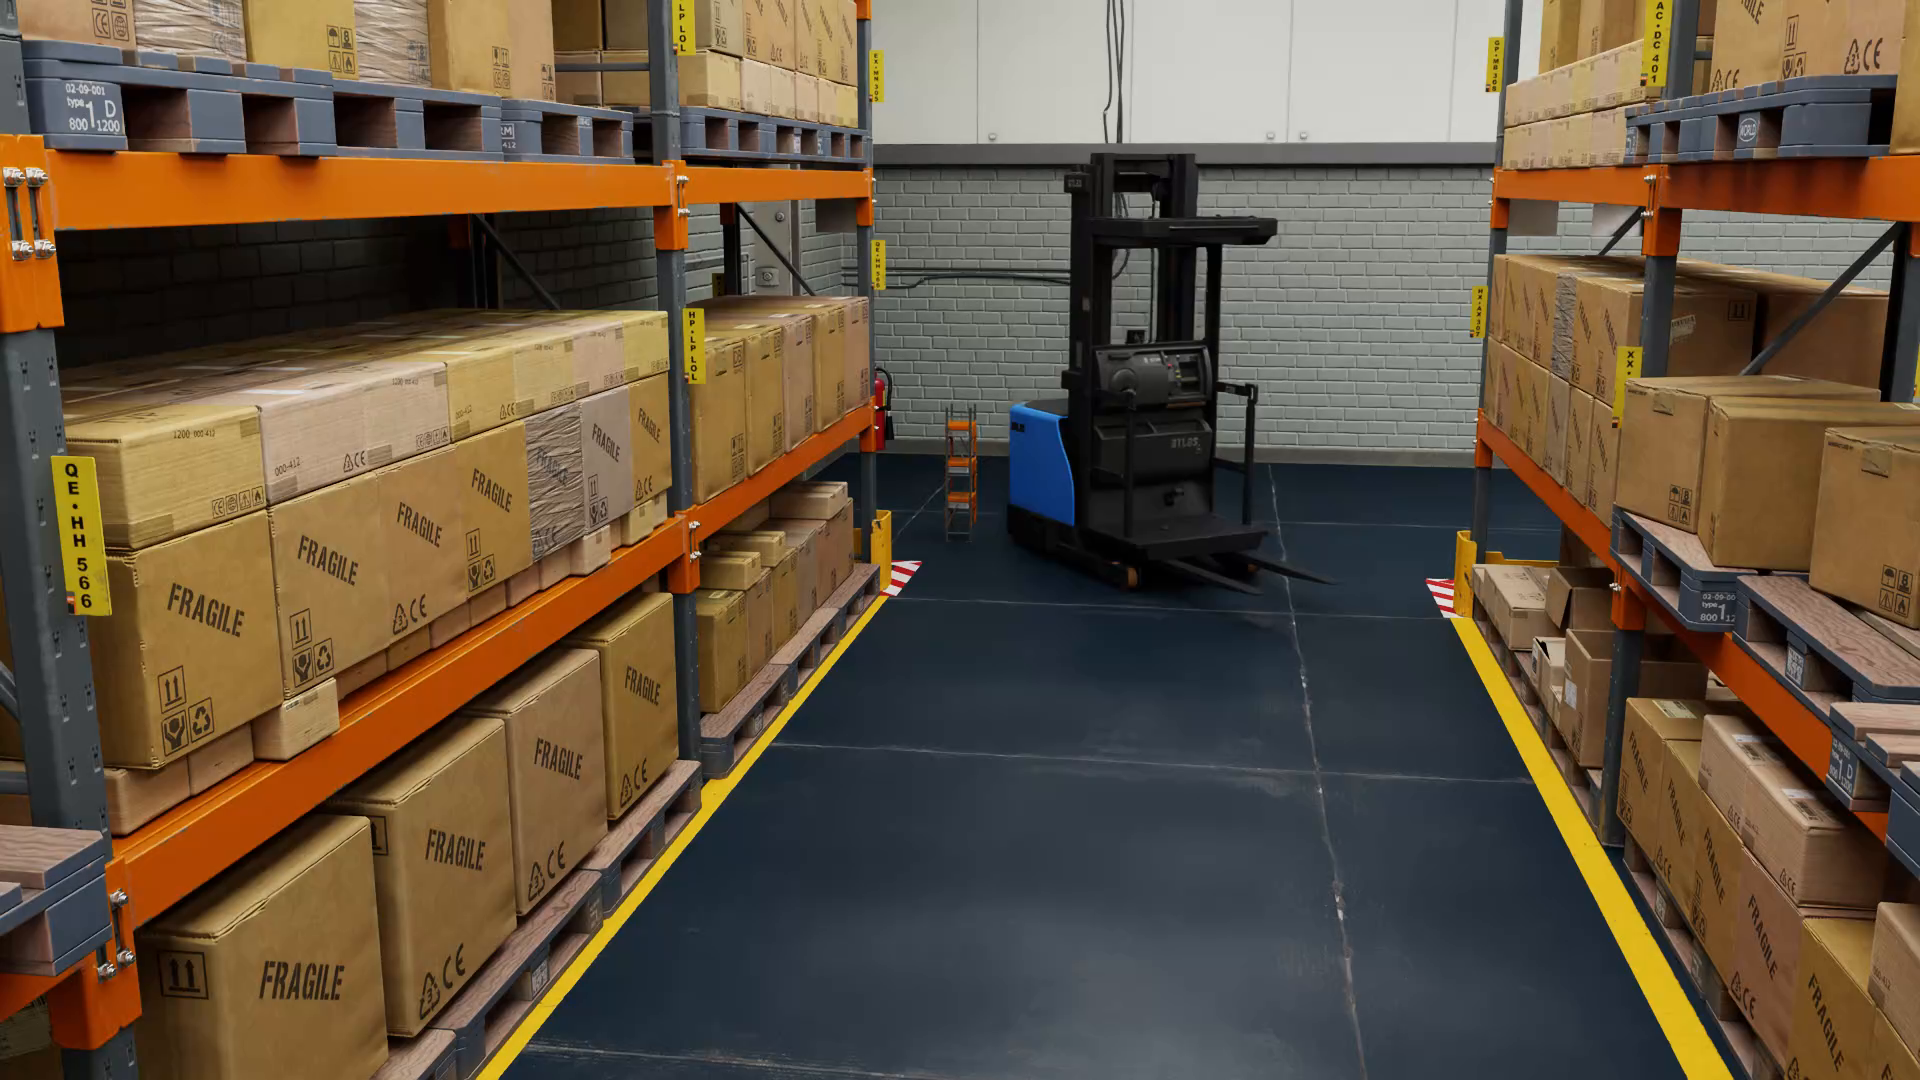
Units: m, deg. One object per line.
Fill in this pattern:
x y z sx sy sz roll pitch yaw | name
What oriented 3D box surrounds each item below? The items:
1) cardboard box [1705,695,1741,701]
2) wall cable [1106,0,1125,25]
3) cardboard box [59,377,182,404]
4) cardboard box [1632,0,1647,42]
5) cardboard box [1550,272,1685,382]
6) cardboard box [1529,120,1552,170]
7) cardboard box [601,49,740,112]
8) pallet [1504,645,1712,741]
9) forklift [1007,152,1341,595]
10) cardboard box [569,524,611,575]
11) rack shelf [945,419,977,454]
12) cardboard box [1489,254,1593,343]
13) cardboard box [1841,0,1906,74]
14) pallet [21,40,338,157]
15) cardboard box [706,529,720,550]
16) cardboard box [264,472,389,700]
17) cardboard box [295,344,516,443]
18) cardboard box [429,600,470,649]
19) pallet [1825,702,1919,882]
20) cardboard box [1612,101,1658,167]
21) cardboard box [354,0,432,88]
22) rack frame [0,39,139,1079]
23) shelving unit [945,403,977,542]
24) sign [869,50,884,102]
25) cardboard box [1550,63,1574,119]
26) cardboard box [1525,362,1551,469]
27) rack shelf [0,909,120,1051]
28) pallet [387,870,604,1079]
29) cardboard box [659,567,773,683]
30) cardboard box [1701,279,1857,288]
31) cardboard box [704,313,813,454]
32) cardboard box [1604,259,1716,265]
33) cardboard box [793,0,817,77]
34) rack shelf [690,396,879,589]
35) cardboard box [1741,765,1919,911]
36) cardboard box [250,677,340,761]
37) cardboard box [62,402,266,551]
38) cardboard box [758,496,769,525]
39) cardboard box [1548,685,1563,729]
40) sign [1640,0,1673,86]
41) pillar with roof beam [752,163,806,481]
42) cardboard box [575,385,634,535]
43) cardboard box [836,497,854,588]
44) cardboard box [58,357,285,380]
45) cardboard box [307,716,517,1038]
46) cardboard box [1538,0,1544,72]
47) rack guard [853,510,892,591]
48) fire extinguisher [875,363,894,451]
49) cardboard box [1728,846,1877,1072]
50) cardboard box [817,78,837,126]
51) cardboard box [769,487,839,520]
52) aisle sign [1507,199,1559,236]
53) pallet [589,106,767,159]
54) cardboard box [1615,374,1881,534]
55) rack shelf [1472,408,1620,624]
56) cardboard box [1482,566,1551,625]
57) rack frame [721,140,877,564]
3.481 0.851 7.263 0.500 0.311 0.500 2 12 9 | cardboard box
2.819 -6.122 15.424 3.097 2.526 0.112 2 12 9 | wall cable
-2.411 -0.276 4.384 0.500 0.250 0.500 1 12 7 | cardboard box
3.528 -2.478 7.642 0.700 0.500 0.500 2 12 9 | cardboard box
3.179 -1.031 8.046 0.500 0.500 0.500 2 12 9 | cardboard box
3.323 -2.087 8.794 0.500 0.250 0.500 2 12 9 | cardboard box
-1.326 -2.110 7.667 0.500 0.250 0.500 2 12 8 | cardboard box
3.495 0.798 8.792 1.003 0.211 1.213 2 12 9 | pallet
1.470 -1.193 11.570 1.130 2.935 3.031 -6 14 -26 | forklift
-1.547 0.028 6.295 0.380 0.149 0.250 2 12 9 | cardboard box
0.008 -0.791 12.877 0.215 0.259 0.240 2 12 9 | rack shelf
3.489 -1.455 10.012 0.500 0.500 0.500 2 12 10 | cardboard box
2.850 -1.557 4.507 0.600 0.600 0.600 1 12 6 | cardboard box
-2.261 -1.005 3.864 1.213 0.211 1.003 2 12 11 | pallet
-1.536 0.026 9.149 0.380 0.149 0.250 2 12 9 | cardboard box
-1.890 0.099 4.422 0.500 0.500 0.500 2 12 11 | cardboard box
-1.756 -0.474 5.304 0.500 0.250 0.500 2 12 7 | cardboard box
-1.803 0.237 5.321 0.380 0.149 0.250 2 12 9 | cardboard box
2.623 0.615 3.475 1.213 0.211 1.003 2 12 9 | pallet
3.015 -1.671 6.862 0.500 0.250 0.500 2 12 9 | cardboard box
-2.098 -1.658 5.166 0.700 0.500 0.500 2 12 9 | cardboard box
-2.308 0.505 3.530 1.000 3.000 0.127 2 12 9 | rack frame
0.008 -0.524 12.934 0.215 1.050 0.252 2 12 9 | shelving unit
-0.543 -3.000 10.762 0.100 0.325 0.005 2 12 9 | sign
3.247 -2.227 8.259 0.500 0.250 0.500 2 12 9 | cardboard box
3.257 -0.650 8.651 0.500 0.500 0.500 2 12 9 | cardboard box
-2.615 1.273 1.674 1.077 0.370 4.000 2 12 9 | rack shelf
-1.922 1.453 5.749 1.003 0.211 1.213 2 12 9 | pallet
-1.396 0.432 8.805 0.700 0.500 0.500 2 12 8 | cardboard box
3.632 -0.902 7.448 0.500 0.500 0.500 1 12 7 | cardboard box
-1.373 -0.890 9.293 0.980 0.700 0.700 1 12 6 | cardboard box
3.945 -1.332 9.441 0.500 0.500 0.500 2 12 10 | cardboard box
-1.080 -2.800 9.089 0.500 0.500 0.500 1 12 6 | cardboard box
-1.385 -0.392 9.402 1.077 0.370 4.000 2 12 9 | rack shelf
2.657 0.878 4.910 0.500 0.250 0.500 2 12 8 | cardboard box
-1.856 0.452 4.324 0.380 0.149 0.250 2 12 10 | cardboard box
-1.979 -0.158 3.835 0.500 0.250 0.500 2 12 10 | cardboard box
-1.380 -0.187 10.137 0.380 0.149 0.250 2 12 9 | cardboard box
3.009 0.803 7.871 0.380 0.149 0.250 2 12 9 | cardboard box
2.666 -1.903 6.357 0.100 0.325 0.005 2 12 9 | sign
2.737 -4.544 12.717 9.100 9.000 0.400 2 12 9 | pillar with roof beam
-1.583 -0.321 6.372 0.500 0.500 0.500 2 12 9 | cardboard box
-1.086 0.005 10.786 0.700 0.500 0.500 2 12 9 | cardboard box
-2.329 -0.383 4.879 0.500 0.250 0.500 2 12 7 | cardboard box
-1.924 1.020 5.248 0.750 0.750 0.750 2 12 8 | cardboard box
3.755 -2.897 9.586 0.700 0.500 0.500 2 12 9 | cardboard box
-1.073 0.057 11.544 1.175 0.500 0.348 2 12 9 | rack guard
-0.598 -0.957 11.382 0.296 0.674 0.183 2 12 9 | fire extinguisher
2.654 1.252 4.953 0.500 0.500 0.500 1 12 7 | cardboard box
-1.006 -2.538 9.653 0.500 0.250 0.500 1 12 7 | cardboard box
-0.964 -0.226 10.319 0.380 0.149 0.250 2 12 10 | cardboard box
3.538 -2.295 10.353 0.394 0.787 0.004 2 12 9 | aisle sign
-1.556 -1.921 7.876 1.003 0.211 1.213 2 12 9 | pallet
2.909 -0.331 6.174 0.700 0.500 0.500 -2 12 -10 | cardboard box
3.511 -0.233 8.661 1.077 0.370 4.000 2 12 9 | rack shelf
3.377 0.336 9.794 0.500 0.250 0.500 2 12 9 | cardboard box
-1.077 -1.160 11.258 1.000 3.000 0.127 2 12 9 | rack frame
